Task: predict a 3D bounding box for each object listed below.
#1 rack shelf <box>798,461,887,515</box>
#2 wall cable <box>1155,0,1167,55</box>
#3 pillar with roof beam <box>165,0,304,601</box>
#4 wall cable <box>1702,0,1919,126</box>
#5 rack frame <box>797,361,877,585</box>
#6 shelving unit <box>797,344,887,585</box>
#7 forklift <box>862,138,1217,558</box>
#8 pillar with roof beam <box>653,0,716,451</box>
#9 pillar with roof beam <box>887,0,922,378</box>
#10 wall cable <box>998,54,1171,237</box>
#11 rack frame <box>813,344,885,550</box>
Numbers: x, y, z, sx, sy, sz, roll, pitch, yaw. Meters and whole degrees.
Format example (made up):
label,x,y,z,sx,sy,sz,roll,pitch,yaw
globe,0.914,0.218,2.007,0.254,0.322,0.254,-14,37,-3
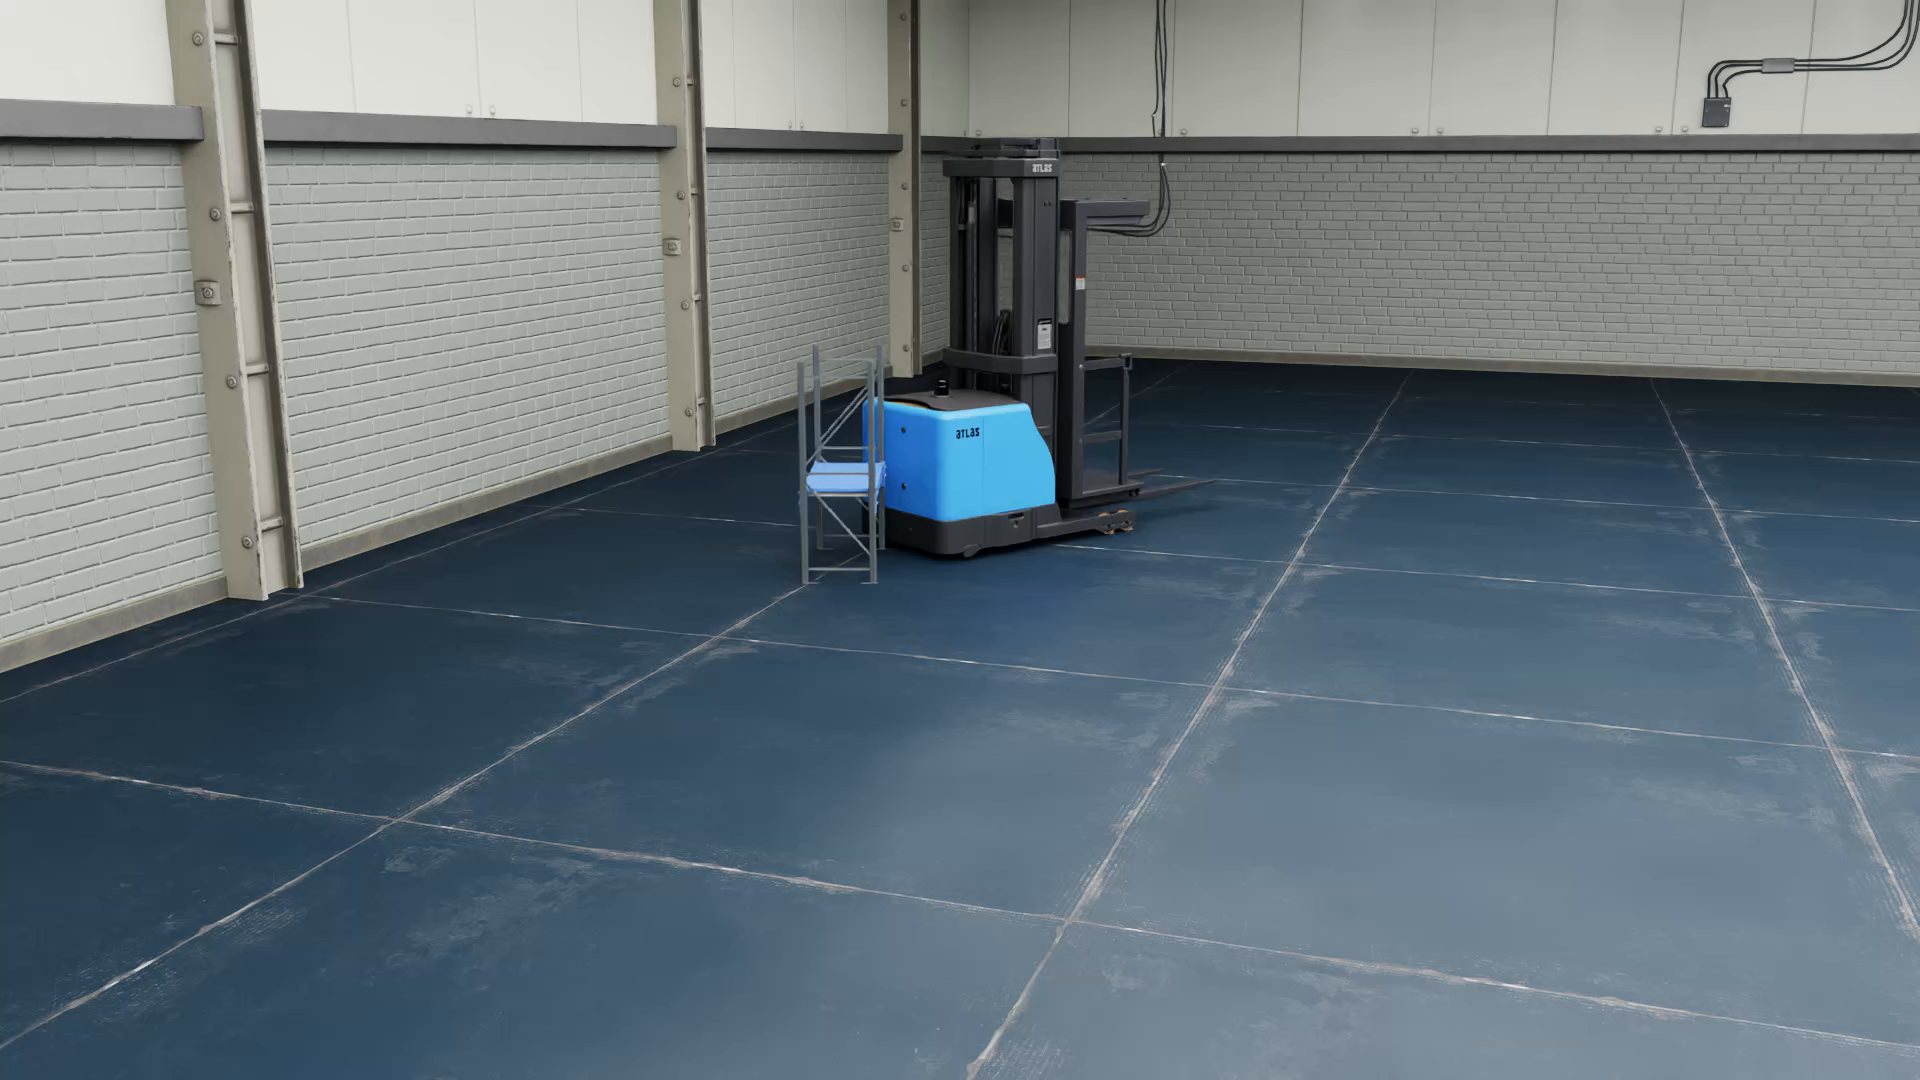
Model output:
label,x,y,z,sx,sy,sz,roll,pitch,yaw
rack shelf,-0.805,-0.372,11.553,0.538,0.185,1.000,0,13,1
wall cable,4.051,-7.852,22.296,3.097,2.526,0.112,4,14,18
pillar with roof beam,-0.523,-3.737,8.637,9.100,9.000,0.400,4,14,18
wall cable,10.469,-8.070,19.978,2.305,6.003,0.169,4,14,18
rack frame,-0.812,-0.434,11.018,0.500,1.500,0.032,0,13,1
shelving unit,-0.805,-0.547,11.513,0.538,1.500,1.048,0,13,1
forklift,0.729,-1.549,12.687,3.031,2.935,1.130,-10,16,-38
pillar with roof beam,1.419,-5.000,14.172,9.100,9.000,0.400,4,14,18
pillar with roof beam,3.360,-6.263,19.707,9.100,9.000,0.400,4,14,18
wall cable,1.491,-5.585,23.711,3.097,2.526,0.112,4,14,18
rack frame,-0.799,-0.660,12.009,0.500,1.500,0.032,0,13,1
